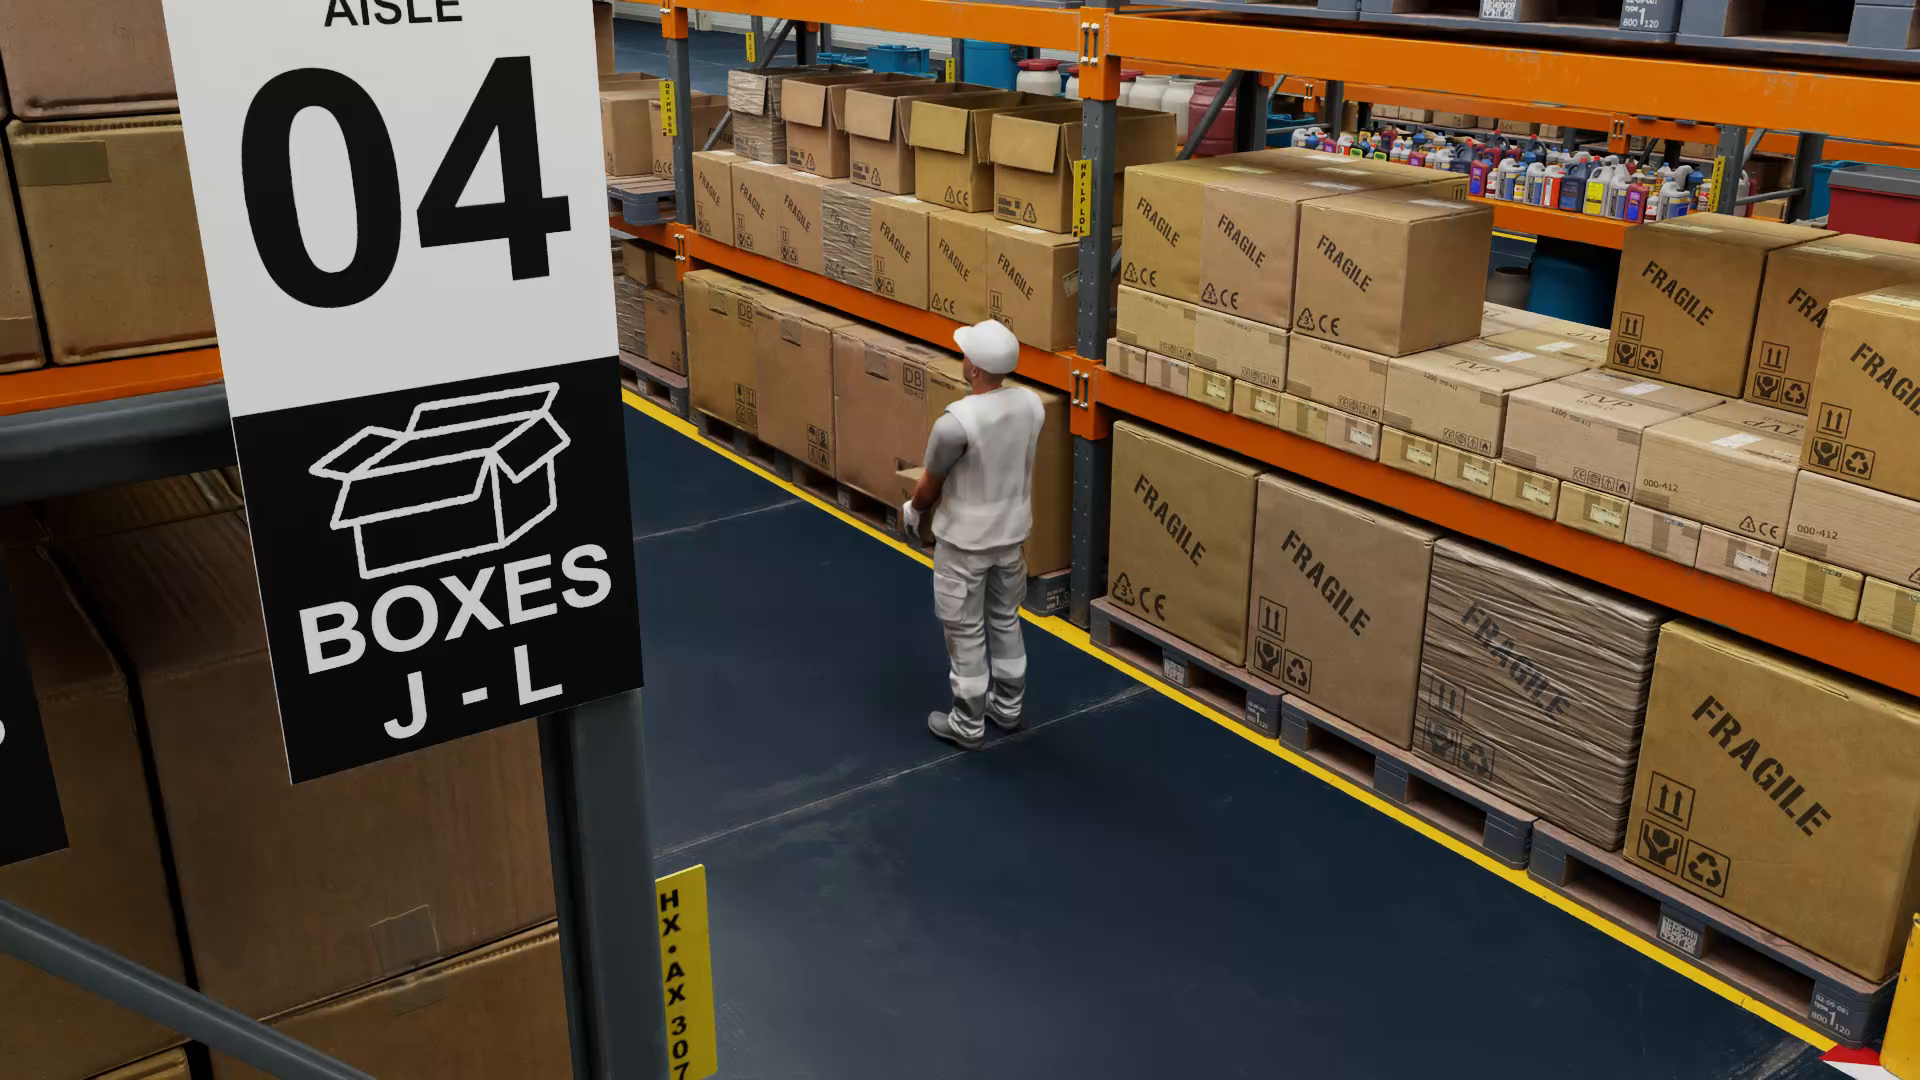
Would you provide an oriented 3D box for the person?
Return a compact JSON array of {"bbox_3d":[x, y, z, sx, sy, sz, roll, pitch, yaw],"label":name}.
[{"bbox_3d":[0.039,-0.028,6.617,0.525,1.793,0.542,-15,26,-33],"label":"person"}]
